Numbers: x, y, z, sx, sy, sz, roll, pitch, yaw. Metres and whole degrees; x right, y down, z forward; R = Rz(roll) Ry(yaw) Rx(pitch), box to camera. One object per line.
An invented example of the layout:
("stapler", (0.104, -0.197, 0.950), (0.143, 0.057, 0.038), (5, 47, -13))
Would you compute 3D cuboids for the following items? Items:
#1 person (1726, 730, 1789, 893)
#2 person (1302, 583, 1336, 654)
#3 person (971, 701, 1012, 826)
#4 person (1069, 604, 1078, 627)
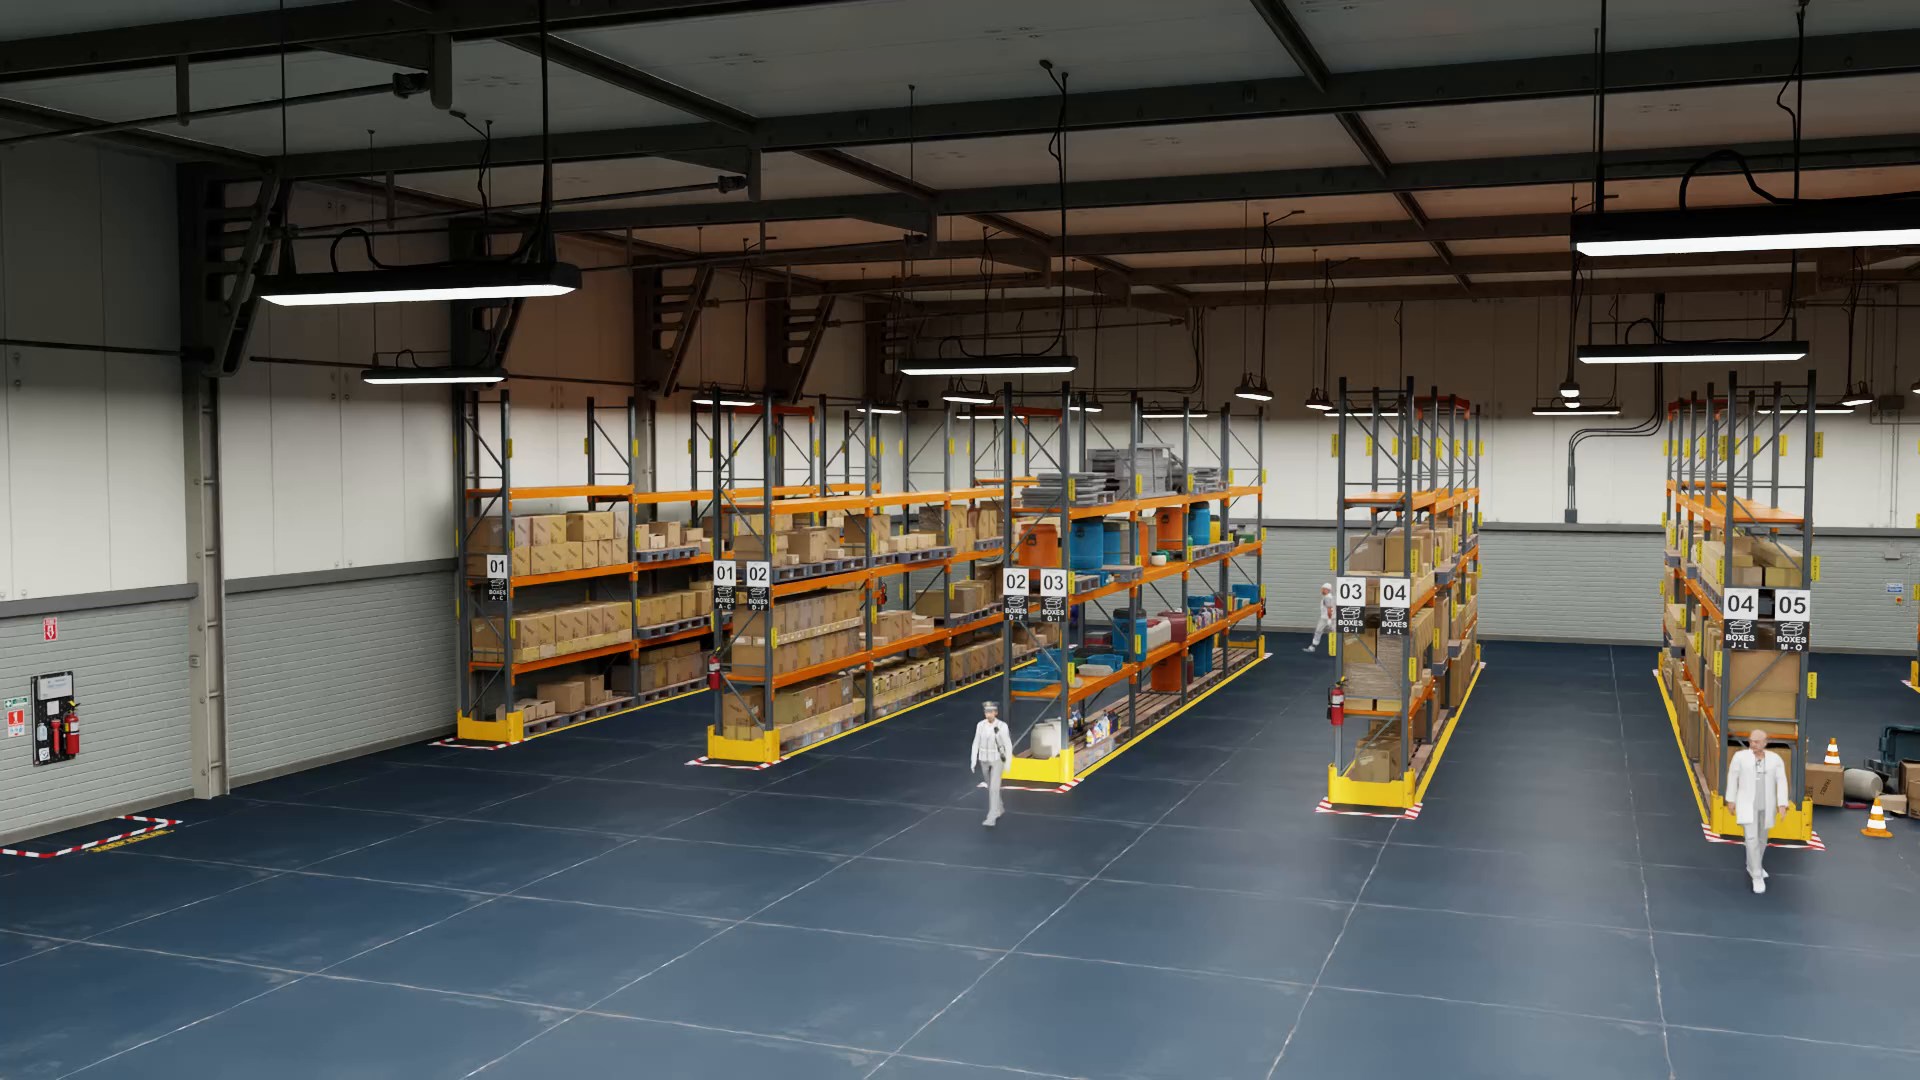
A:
("person", (9.155, 3.067, 19.078), (0.606, 1.783, 0.903), (1, 3, 10))
("person", (8.865, 1.906, 40.276), (1.093, 1.731, 0.499), (2, 4, 36))
("person", (0.403, 2.951, 22.159), (0.510, 1.622, 1.007), (2, 4, 31))
("person", (3.152, 1.621, 46.345), (0.447, 1.657, 0.523), (2, 4, 31))
